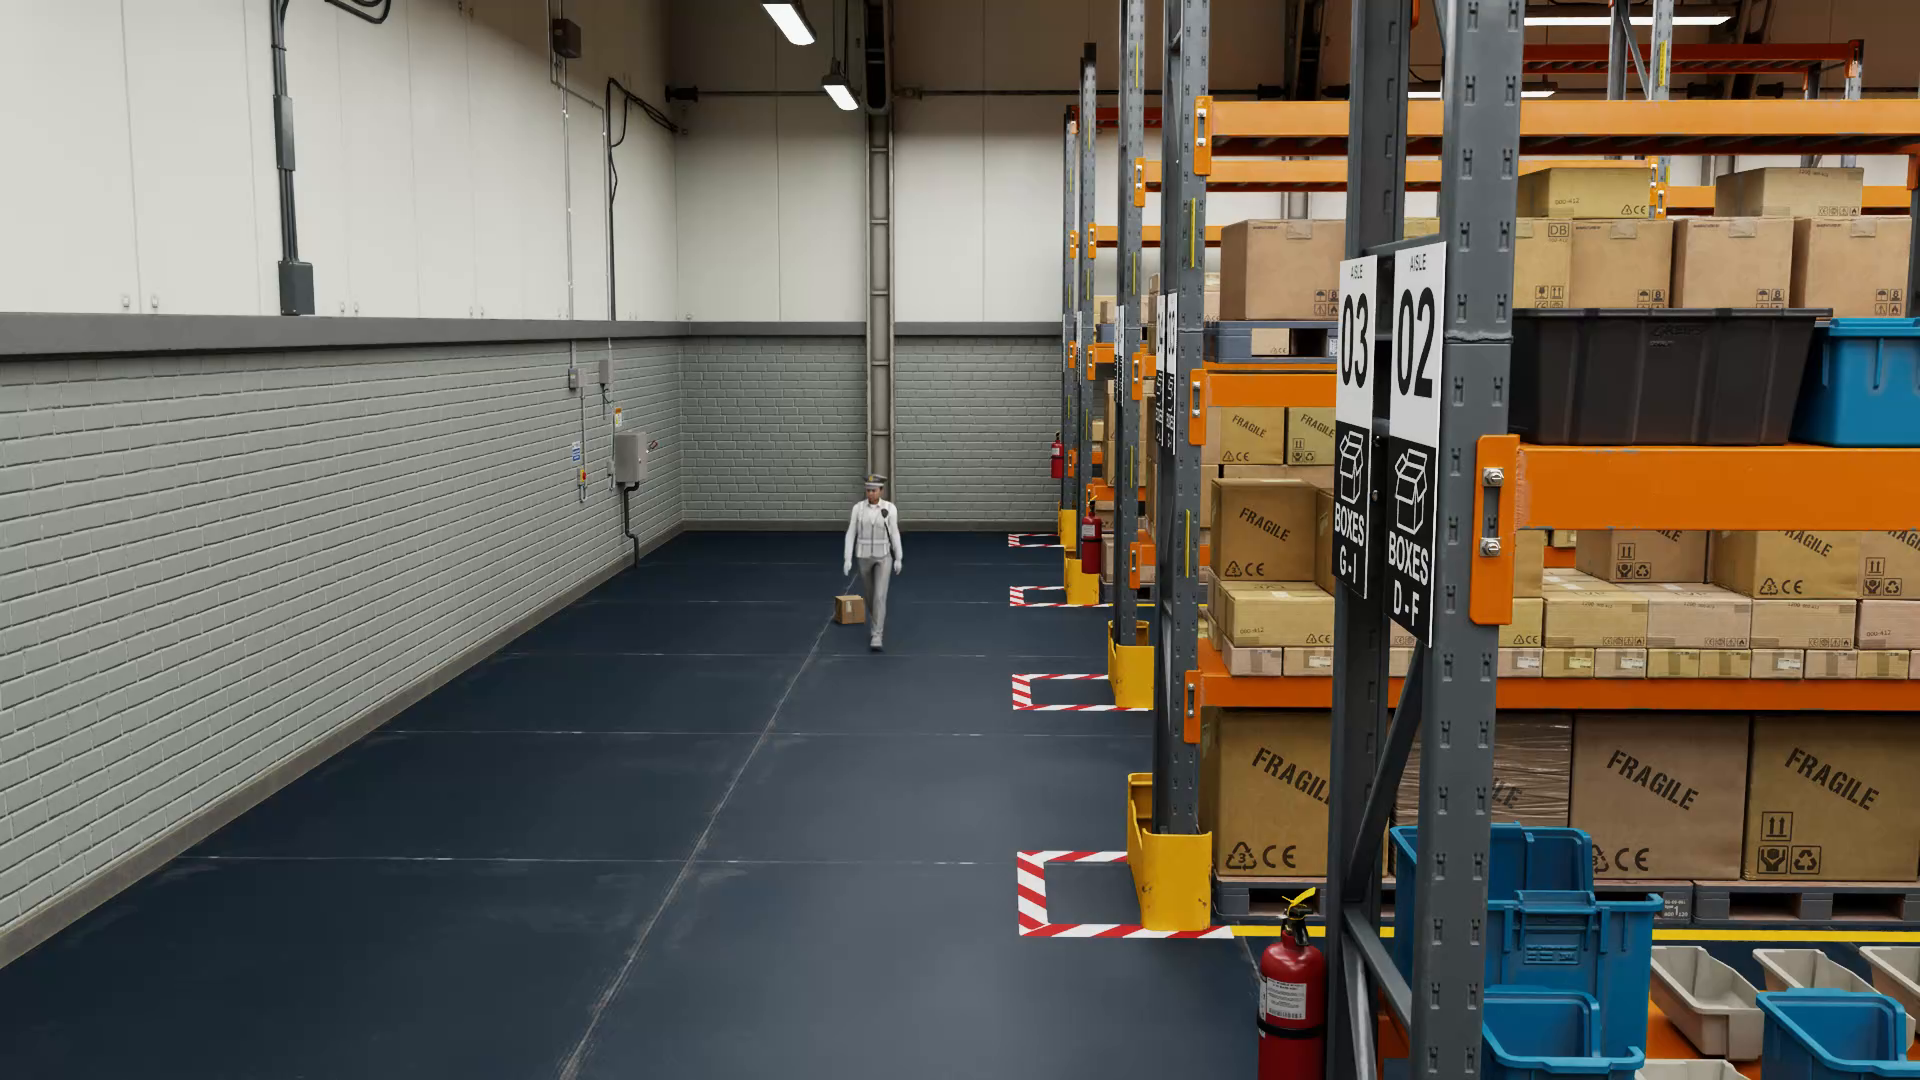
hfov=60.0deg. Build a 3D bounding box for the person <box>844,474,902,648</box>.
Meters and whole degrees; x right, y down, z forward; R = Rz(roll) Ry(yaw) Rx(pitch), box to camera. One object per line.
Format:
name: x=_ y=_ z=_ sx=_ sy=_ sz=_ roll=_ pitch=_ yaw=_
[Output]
person: x=-0.833 y=0.171 z=15.939 sx=0.526 sy=1.617 sz=1.016 roll=1 pitch=7 yaw=8
